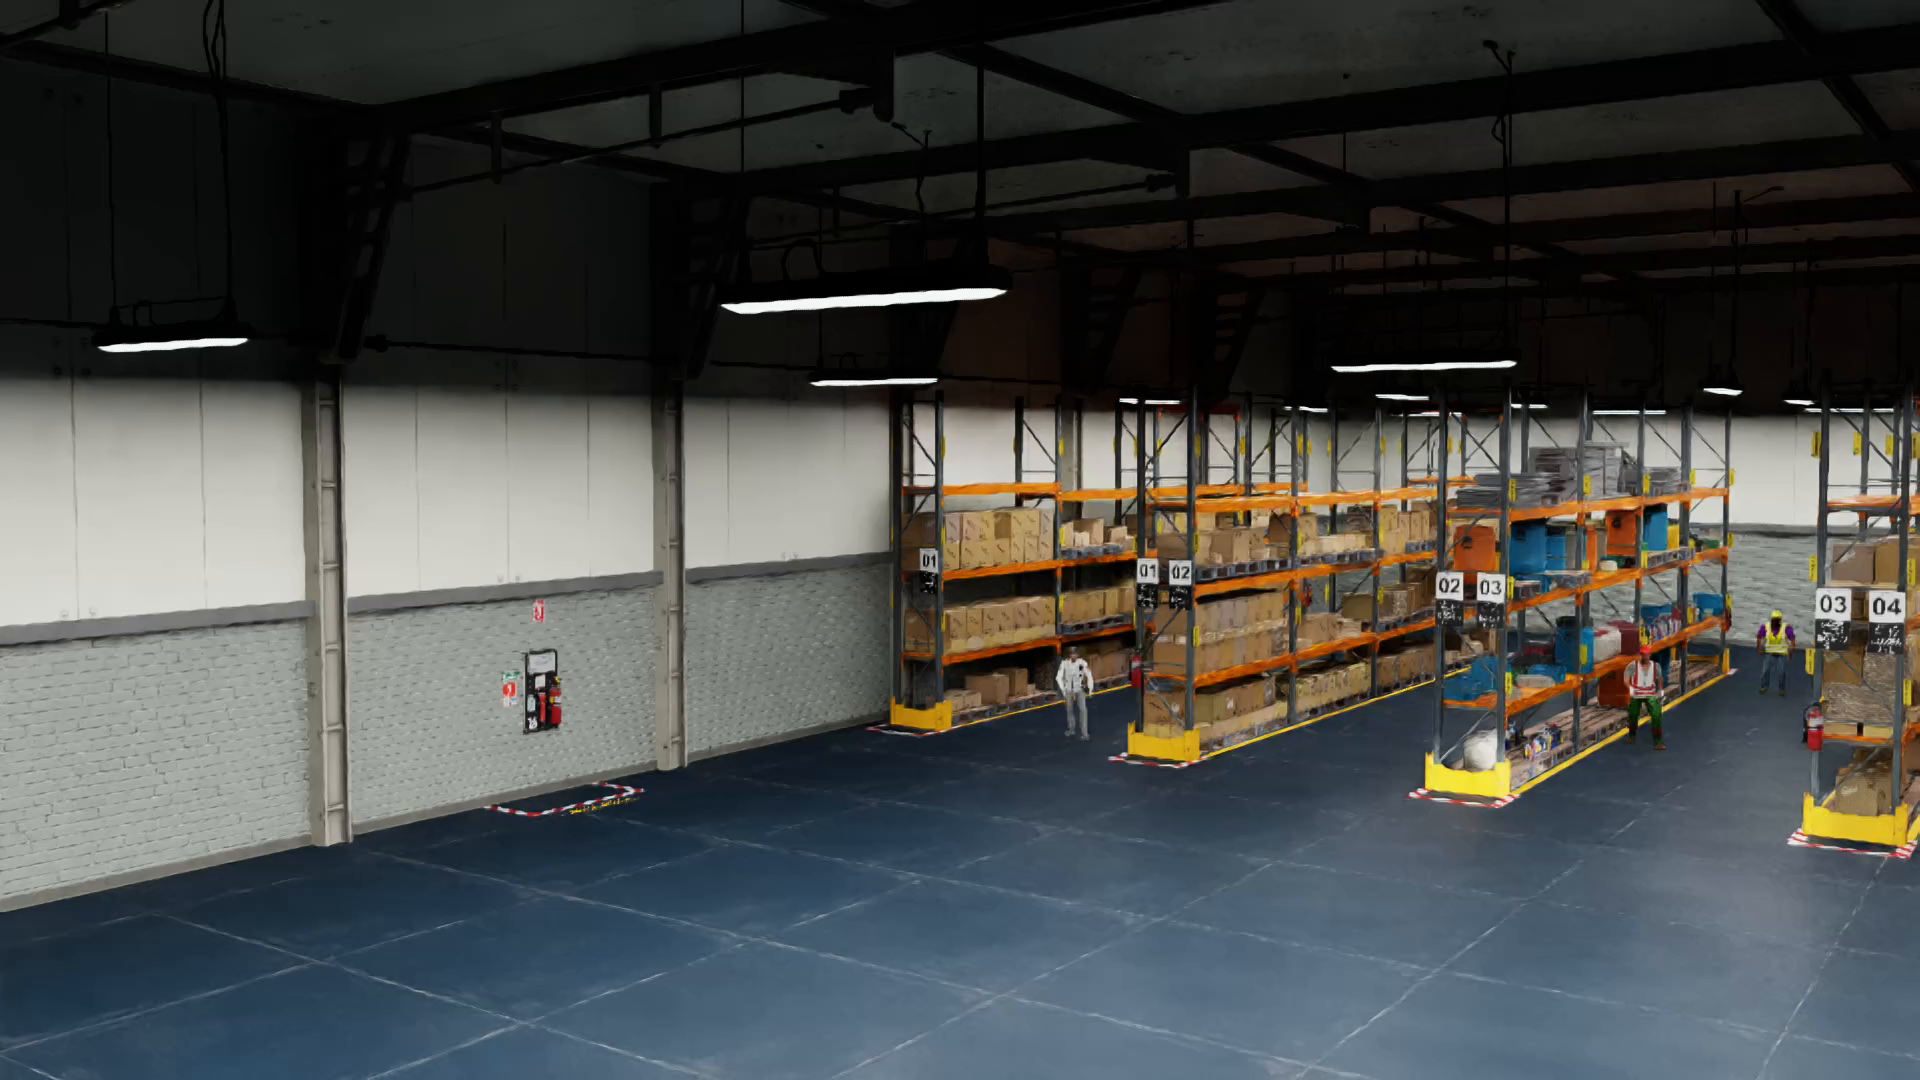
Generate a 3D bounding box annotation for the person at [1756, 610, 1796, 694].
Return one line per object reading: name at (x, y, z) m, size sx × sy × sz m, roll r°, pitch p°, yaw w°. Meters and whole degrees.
person at (16.456, 2.265, 33.562) m, size 0.719 × 1.714 × 0.578 m, roll 2°, pitch 4°, yaw 33°

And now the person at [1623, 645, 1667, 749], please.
person at (11.358, 2.579, 27.609) m, size 0.675 × 1.720 × 0.842 m, roll 1°, pitch 3°, yaw 18°

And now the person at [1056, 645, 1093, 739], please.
person at (1.978, 2.590, 28.475) m, size 0.640 × 1.613 × 0.770 m, roll 1°, pitch 3°, yaw 15°
